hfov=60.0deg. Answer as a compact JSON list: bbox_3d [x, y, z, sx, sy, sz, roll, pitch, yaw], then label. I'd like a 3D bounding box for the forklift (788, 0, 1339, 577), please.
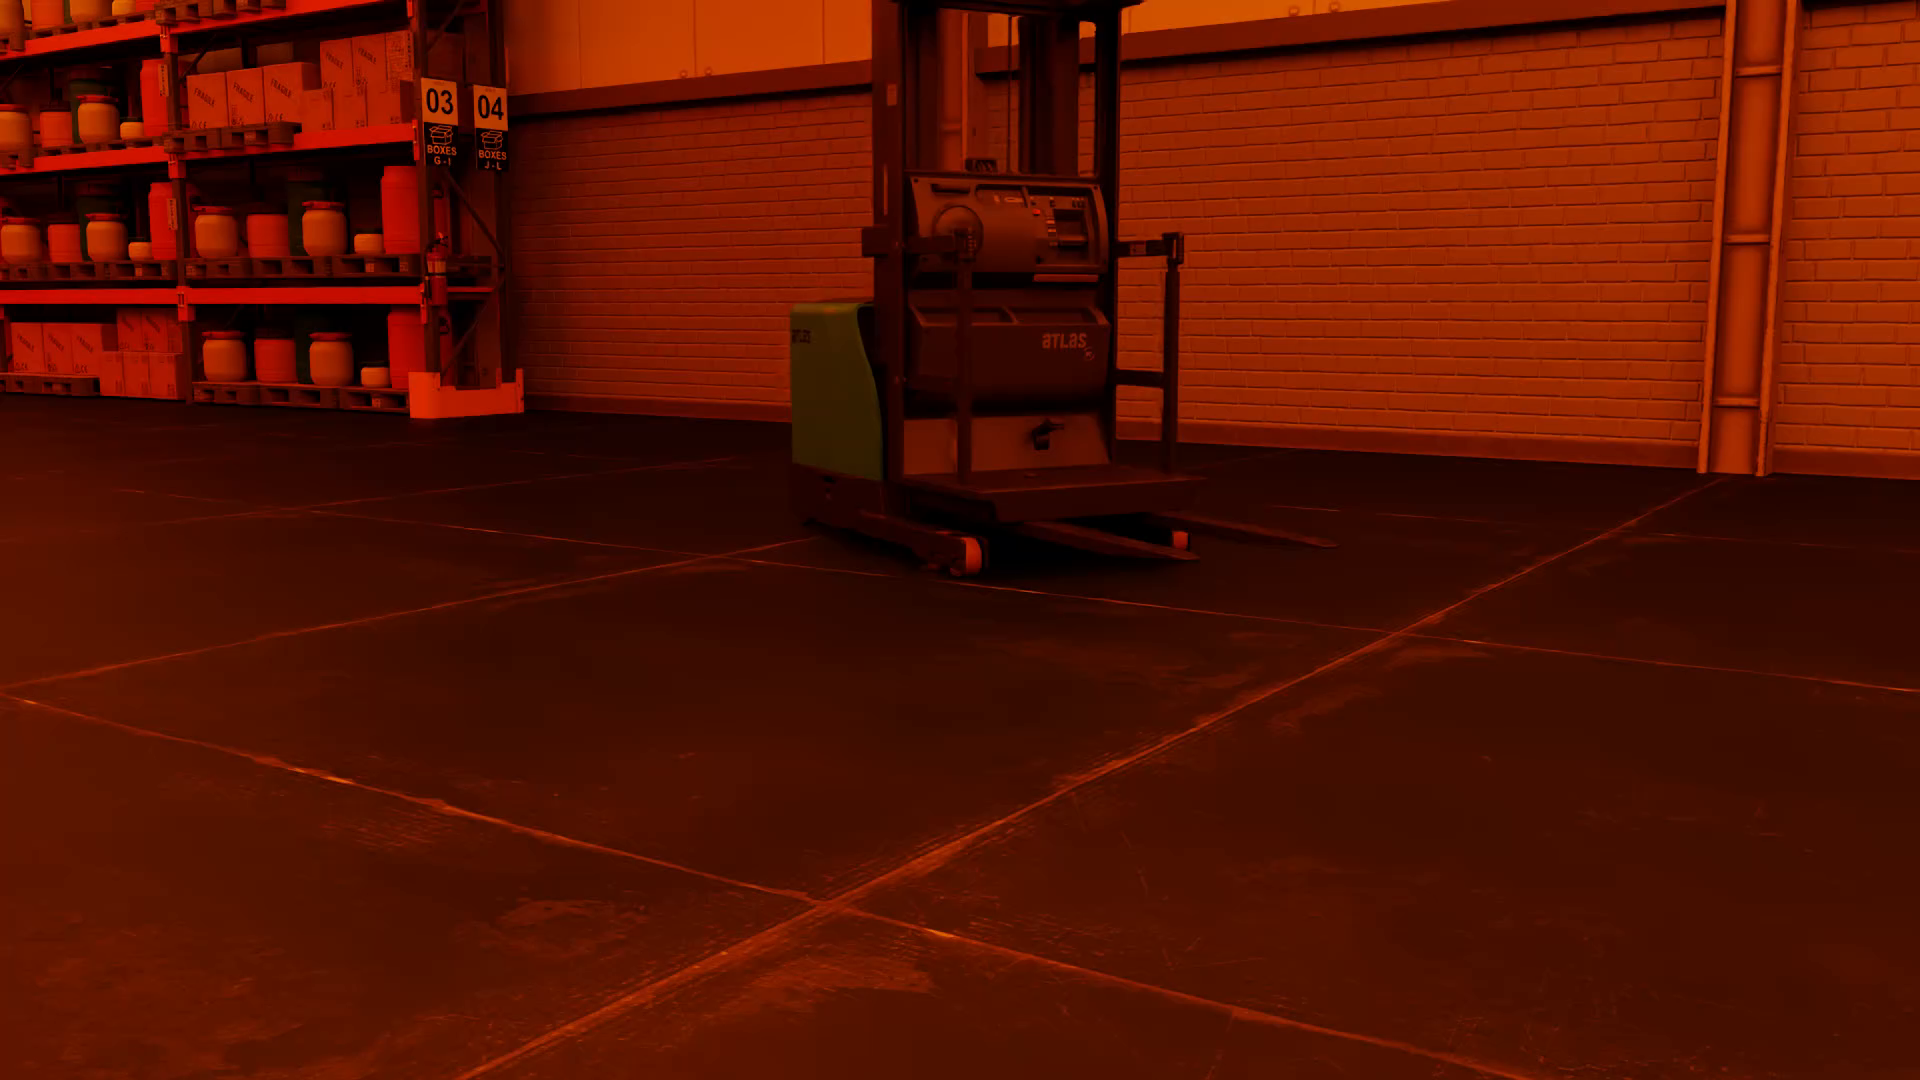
[{"bbox_3d":[0.320,-1.375,6.861,1.130,2.935,3.031,-4,9,-28],"label":"forklift"}]
